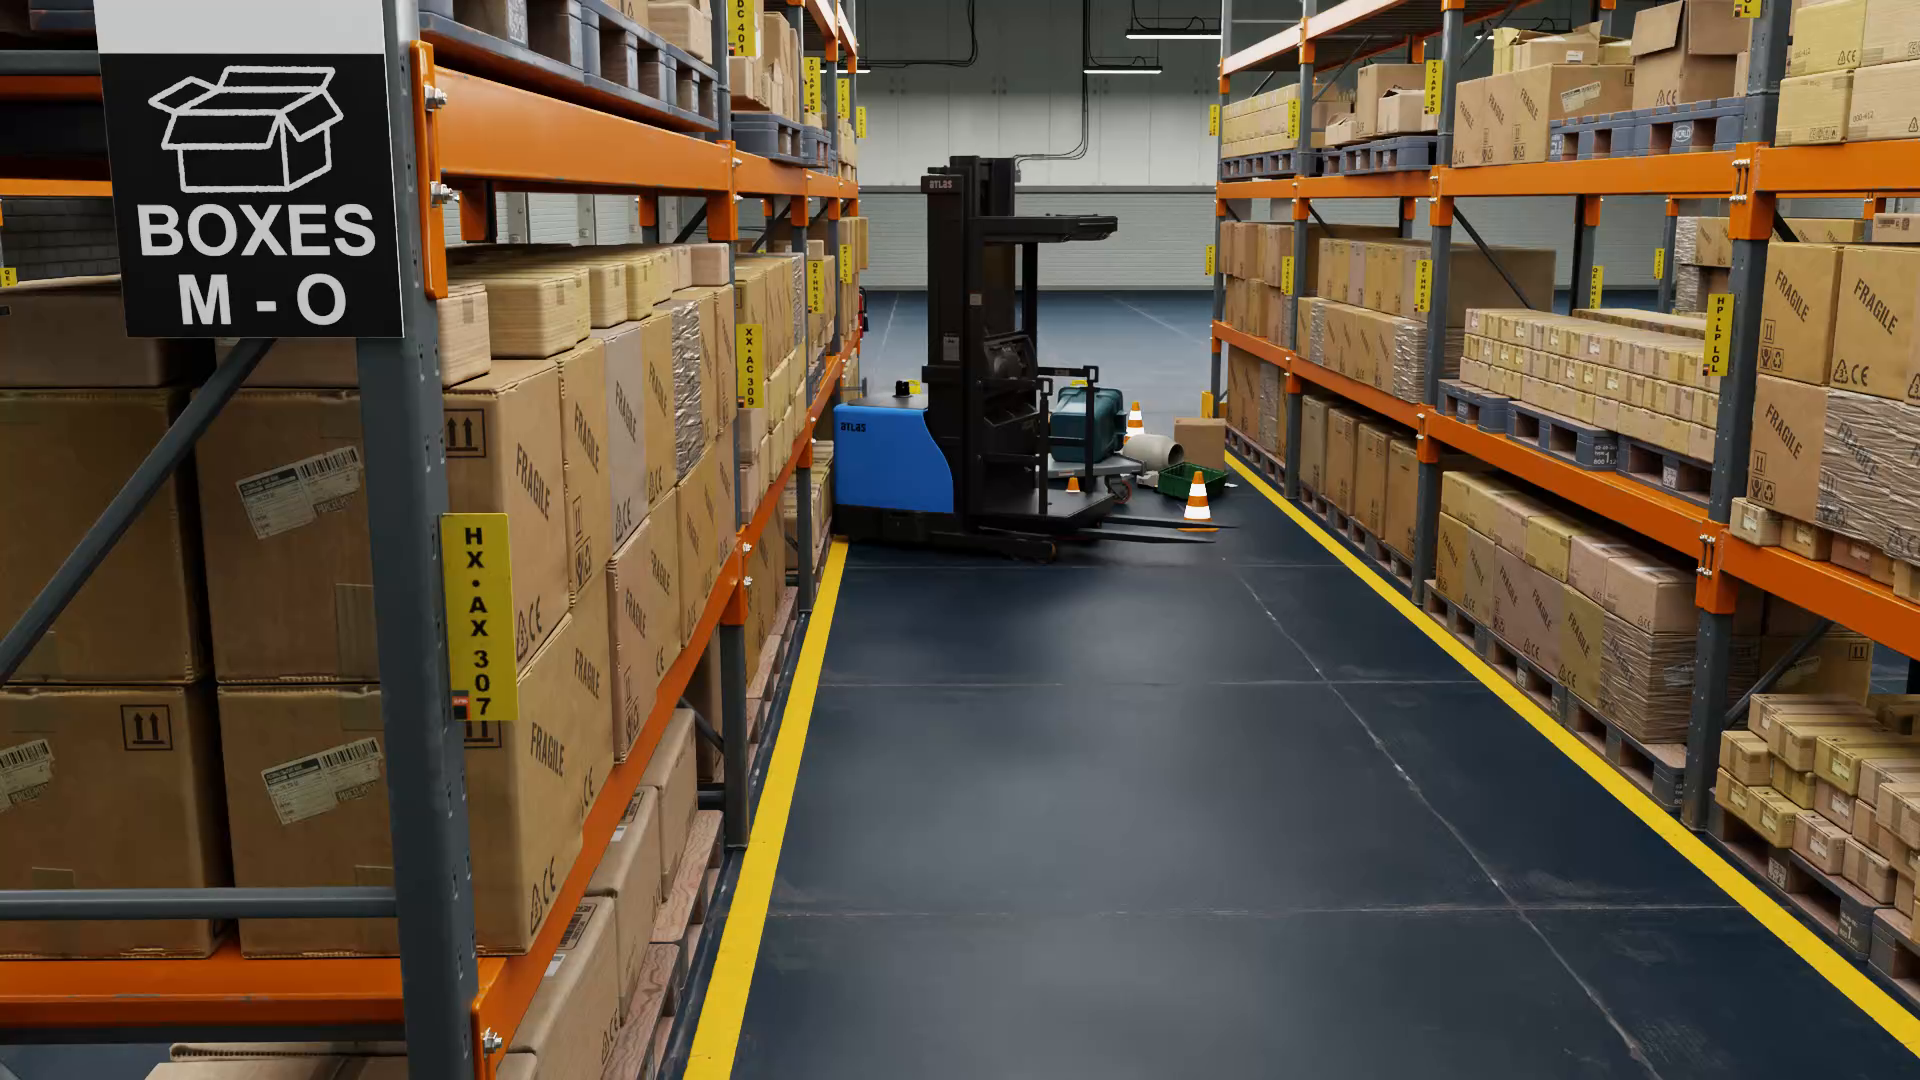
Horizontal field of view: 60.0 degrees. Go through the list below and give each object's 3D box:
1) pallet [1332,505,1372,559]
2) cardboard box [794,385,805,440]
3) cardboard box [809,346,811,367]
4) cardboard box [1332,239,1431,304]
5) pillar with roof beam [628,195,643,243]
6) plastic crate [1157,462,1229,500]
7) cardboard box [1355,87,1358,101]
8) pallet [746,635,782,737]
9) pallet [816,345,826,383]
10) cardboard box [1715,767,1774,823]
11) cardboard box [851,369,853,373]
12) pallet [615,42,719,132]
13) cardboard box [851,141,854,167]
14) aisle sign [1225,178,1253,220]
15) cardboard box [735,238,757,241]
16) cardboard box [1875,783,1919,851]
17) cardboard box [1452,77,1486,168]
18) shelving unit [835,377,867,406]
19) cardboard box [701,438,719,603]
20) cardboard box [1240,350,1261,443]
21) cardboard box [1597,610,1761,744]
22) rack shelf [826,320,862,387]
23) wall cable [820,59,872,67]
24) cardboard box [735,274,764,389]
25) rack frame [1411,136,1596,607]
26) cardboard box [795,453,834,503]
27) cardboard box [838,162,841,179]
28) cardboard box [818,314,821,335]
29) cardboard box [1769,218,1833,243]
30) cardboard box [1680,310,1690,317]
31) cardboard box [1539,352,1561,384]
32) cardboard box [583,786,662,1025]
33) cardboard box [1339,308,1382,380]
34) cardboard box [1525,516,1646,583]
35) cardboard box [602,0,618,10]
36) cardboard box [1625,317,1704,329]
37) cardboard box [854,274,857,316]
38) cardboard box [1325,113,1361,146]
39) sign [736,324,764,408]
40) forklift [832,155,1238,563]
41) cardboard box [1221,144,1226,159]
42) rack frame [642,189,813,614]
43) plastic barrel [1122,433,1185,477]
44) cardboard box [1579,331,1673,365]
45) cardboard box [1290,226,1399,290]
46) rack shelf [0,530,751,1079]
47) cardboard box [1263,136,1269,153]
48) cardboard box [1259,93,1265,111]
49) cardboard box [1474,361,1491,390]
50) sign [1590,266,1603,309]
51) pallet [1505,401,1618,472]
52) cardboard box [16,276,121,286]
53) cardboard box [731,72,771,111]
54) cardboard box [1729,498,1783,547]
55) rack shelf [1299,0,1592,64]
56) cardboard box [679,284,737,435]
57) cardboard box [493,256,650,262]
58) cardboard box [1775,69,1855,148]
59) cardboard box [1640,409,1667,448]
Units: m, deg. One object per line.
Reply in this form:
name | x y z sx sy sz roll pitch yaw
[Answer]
pallet | 3.529 -0.079 12.917 1.003 0.211 1.213 0 11 -1
cardboard box | -1.159 -0.732 9.499 0.500 0.250 0.500 0 11 0
cardboard box | -1.208 -1.265 11.327 0.380 0.149 0.250 -1 12 -5
cardboard box | 3.438 -2.180 13.493 0.700 0.500 0.500 0 11 -2
pillar with roof beam | -3.661 -10.162 40.515 9.100 9.000 0.548 0 11 -1
plastic crate | 2.096 -0.521 15.011 0.450 0.188 0.662 17 18 26
cardboard box | 3.735 -3.959 14.803 0.380 0.149 0.250 0 11 -2
pallet | -1.492 0.759 8.785 1.003 0.211 1.213 0 11 -1
pallet | -1.537 -1.306 12.432 1.003 0.211 1.213 0 11 -1
cardboard box | 3.261 1.014 6.633 0.380 0.149 0.250 -1 11 -4
cardboard box | -1.325 -1.460 16.685 0.500 0.500 0.500 -1 11 -2
pallet | -1.366 -1.475 5.464 1.003 0.211 1.213 0 11 -1
cardboard box | -1.316 -3.835 16.503 0.500 0.250 0.500 0 11 0
aisle sign | 3.025 -3.924 18.317 0.394 0.787 0.004 0 11 -1
cardboard box | -1.882 -2.425 13.780 0.380 0.149 0.250 0 11 -1
cardboard box | 3.327 0.925 5.571 0.380 0.149 0.250 0 11 0
cardboard box | 3.238 -2.451 9.801 0.500 0.500 0.500 0 11 -1
shelving unit | -0.876 -0.713 13.522 0.258 1.200 0.189 0 10 2
cardboard box | -1.091 -0.067 5.592 0.500 0.500 0.500 -1 11 -3
cardboard box | 3.427 -1.492 17.157 0.875 0.875 0.875 0 11 -2
cardboard box | 3.307 0.622 7.681 0.500 0.500 0.500 0 11 -2
rack shelf | -1.579 -1.846 16.425 1.077 0.370 4.000 0 11 -1
wall cable | -4.124 -12.892 49.081 3.097 2.526 0.112 0 11 -1
cardboard box | -1.094 -0.839 6.883 0.500 0.500 0.500 0 11 0
rack frame | 3.492 -1.047 10.674 1.000 3.000 0.127 0 11 -1
cardboard box | -1.506 -0.472 13.395 0.950 0.372 0.625 0 11 2
cardboard box | -1.246 -3.264 14.689 0.380 0.149 0.250 0 11 -1
cardboard box | -1.268 -1.706 11.870 0.500 0.500 0.500 0 11 0
cardboard box | 8.065 -2.814 15.871 0.500 0.500 0.500 0 11 -1
cardboard box | 8.041 -2.407 18.009 0.380 0.149 0.250 0 11 -1
cardboard box | 3.329 -0.922 8.888 0.380 0.149 0.250 0 11 -2
cardboard box | -1.448 1.142 5.274 0.875 0.438 0.875 -1 11 -3
cardboard box | 3.180 -1.484 12.580 0.500 0.500 0.500 0 11 0
cardboard box | 3.284 0.046 8.633 0.500 0.250 0.500 -1 11 -4
cardboard box | -1.181 -1.591 4.254 0.500 0.500 0.500 0 11 0
cardboard box | 3.978 -1.170 9.363 0.380 0.149 0.250 0 11 1
cardboard box | -1.328 -2.585 17.257 0.500 0.500 0.500 0 11 -1
cardboard box | 3.172 -3.380 13.660 0.258 0.266 0.396 0 11 -2
sign | -0.818 -0.677 6.474 0.100 0.325 0.005 0 11 -1
forklift | 0.568 -1.386 12.519 3.031 2.935 1.130 5 13 24
cardboard box | 3.013 -4.169 17.845 0.380 0.149 0.250 0 11 -1
rack frame | -1.455 -1.006 10.475 1.000 3.000 0.127 0 11 -1
plastic barrel | 1.852 -0.798 15.930 0.512 0.421 0.421 9 15 38
cardboard box | 3.345 -0.964 8.345 0.380 0.149 0.250 -1 11 -4
cardboard box | 3.436 -2.518 14.833 0.875 0.550 0.550 0 11 -1
rack shelf | -1.331 0.539 4.667 1.077 0.370 4.000 0 11 -1
cardboard box | 3.061 -3.716 15.614 0.380 0.149 0.250 0 11 0
cardboard box | 3.058 -4.157 15.777 0.380 0.149 0.250 0 11 -2
cardboard box | 3.305 -0.986 9.952 0.380 0.149 0.250 0 11 2
sign | 4.034 -1.579 10.587 0.100 0.325 0.005 0 11 -1
pallet | 3.574 -0.559 8.754 1.003 0.211 1.213 0 11 -1
cardboard box | -1.616 -0.445 3.309 0.380 0.149 0.250 0 11 -2
cardboard box | -1.049 -2.025 7.485 0.380 0.166 0.250 -1 12 -5
cardboard box | 3.253 -0.071 6.495 0.380 0.149 0.250 0 11 1
rack shelf | 3.451 -3.836 12.148 1.077 0.370 4.000 0 11 -1
cardboard box | -1.087 -0.657 5.989 0.500 0.500 0.500 0 11 -2
cardboard box | -1.064 -0.705 4.592 0.380 0.149 0.250 0 11 -1
cardboard box | 3.320 -1.555 6.012 0.500 0.250 0.500 0 11 2
cardboard box | 3.359 -0.514 7.622 0.380 0.149 0.250 0 11 -1
